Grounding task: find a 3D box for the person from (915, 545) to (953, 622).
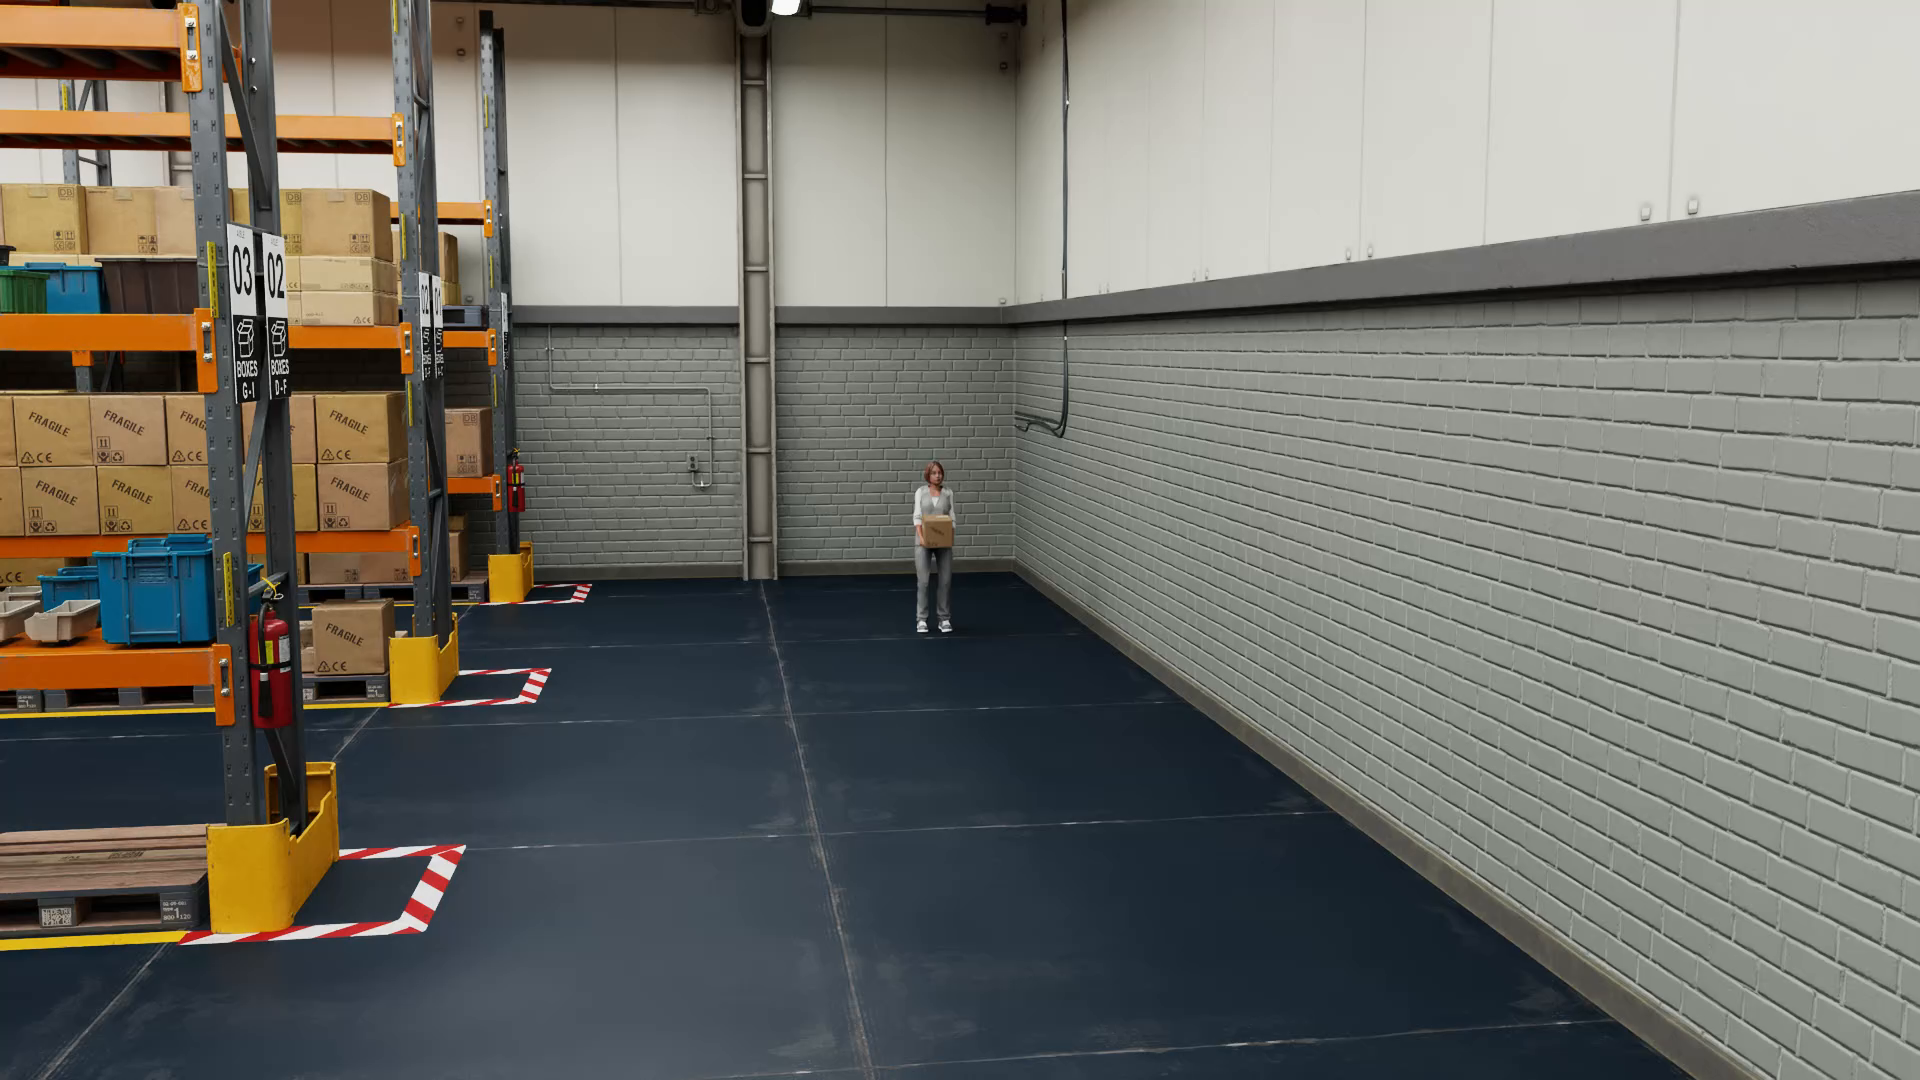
[{"bbox_3d":[-0.246,0.362,15.570,0.354,0.851,0.248,-1,7,-8],"label":"person"}]
